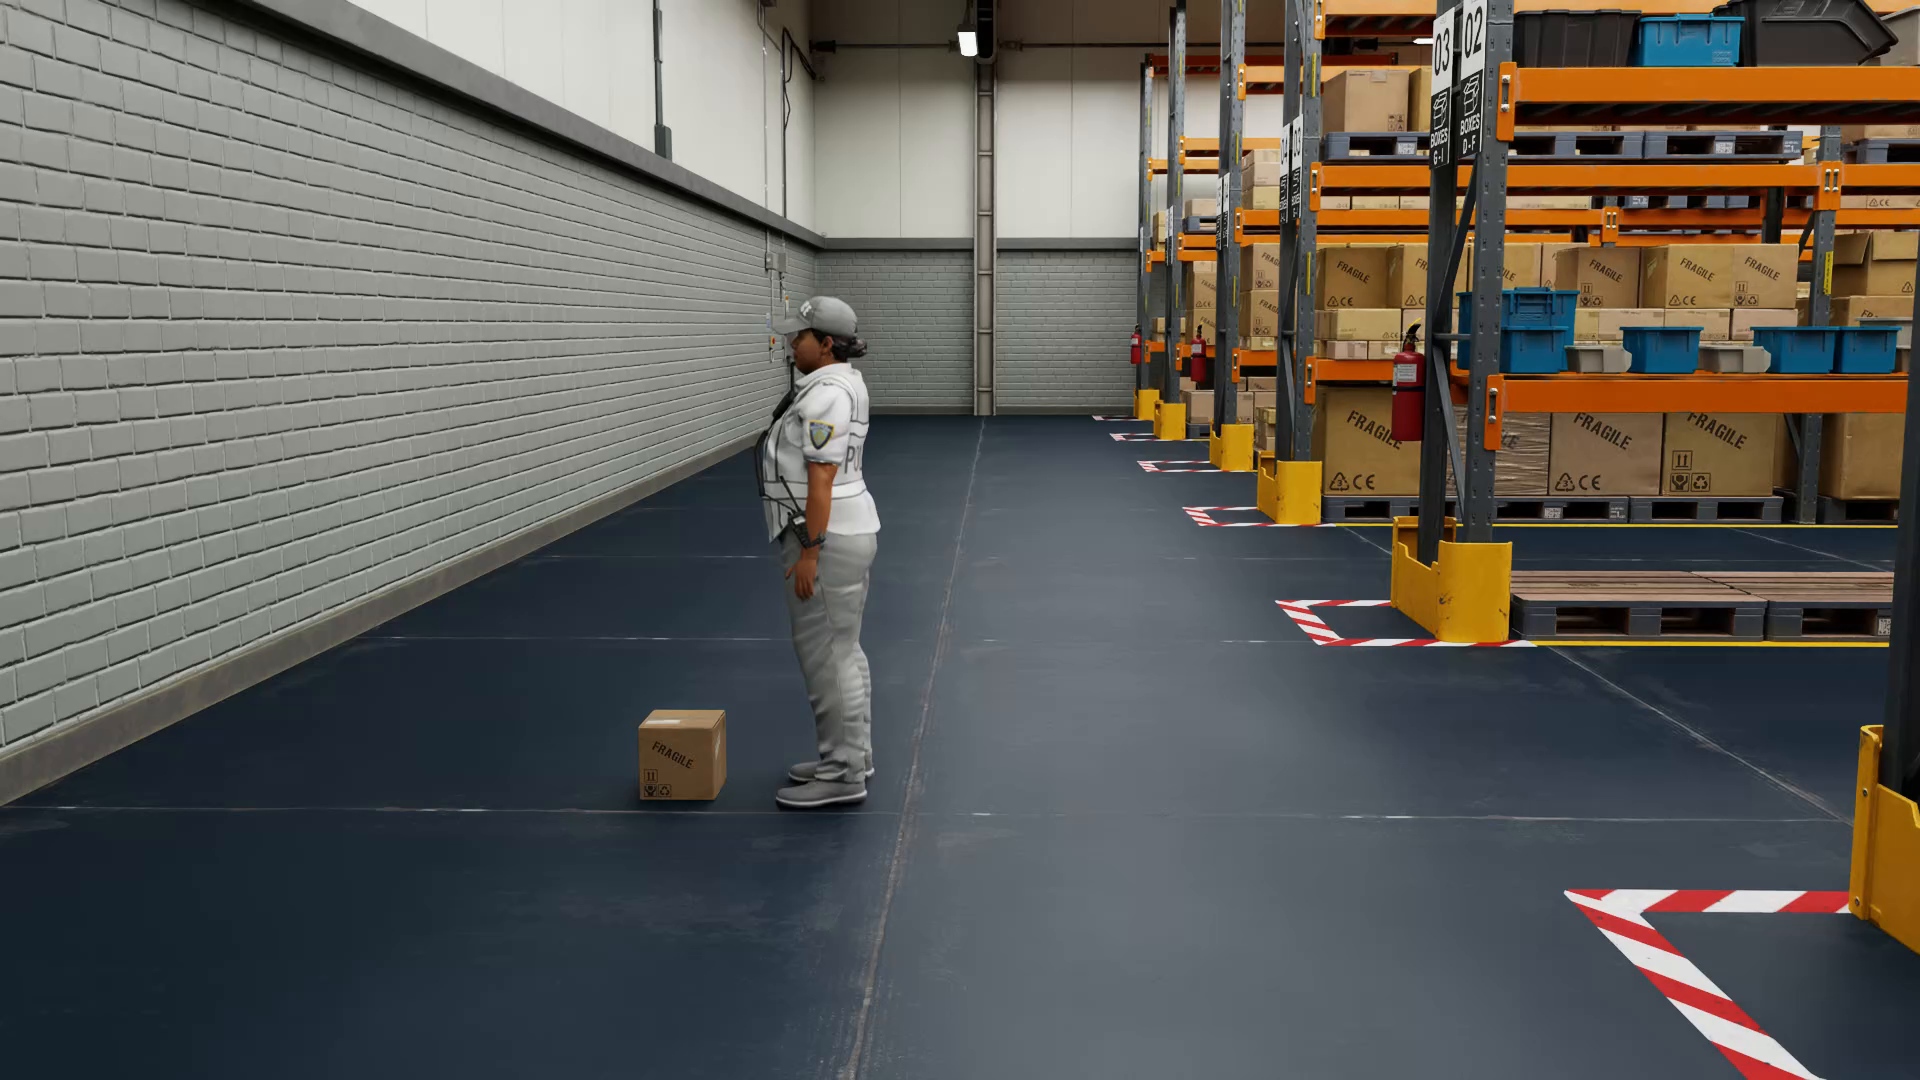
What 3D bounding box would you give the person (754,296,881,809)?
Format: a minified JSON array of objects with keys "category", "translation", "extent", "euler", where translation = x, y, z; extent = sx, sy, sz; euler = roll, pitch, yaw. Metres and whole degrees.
[{"category":"person","translation":[-0.463,0.032,5.524],"extent":[0.392,1.668,0.466],"euler":[0,7,2]}]
